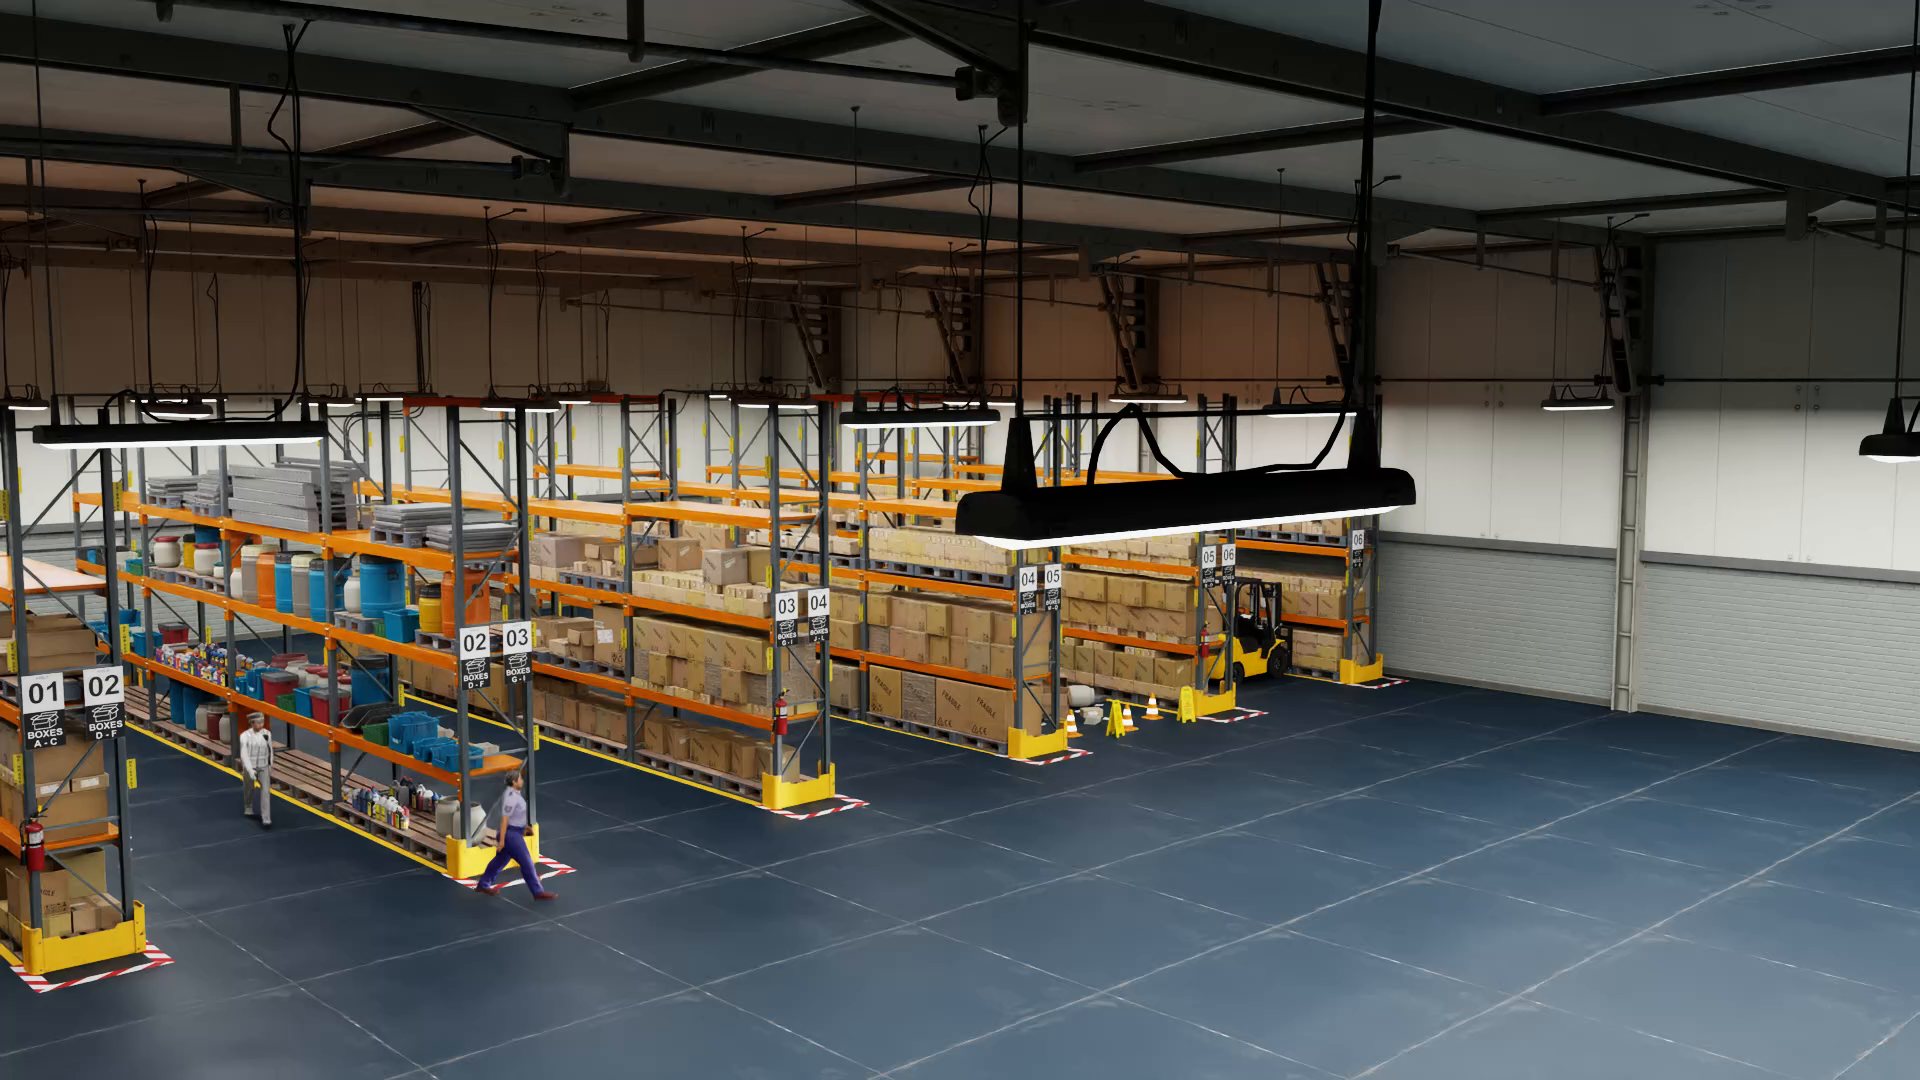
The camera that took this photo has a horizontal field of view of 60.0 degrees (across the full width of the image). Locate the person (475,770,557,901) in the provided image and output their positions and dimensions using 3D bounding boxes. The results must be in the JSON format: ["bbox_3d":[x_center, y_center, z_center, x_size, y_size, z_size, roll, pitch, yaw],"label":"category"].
[{"bbox_3d":[-5.401,3.569,20.198,1.034,1.585,0.575,0,6,0],"label":"person"}]

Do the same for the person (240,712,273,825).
[{"bbox_3d":[-10.014,3.239,23.727,0.463,1.576,1.112,-4,7,-32],"label":"person"}]
